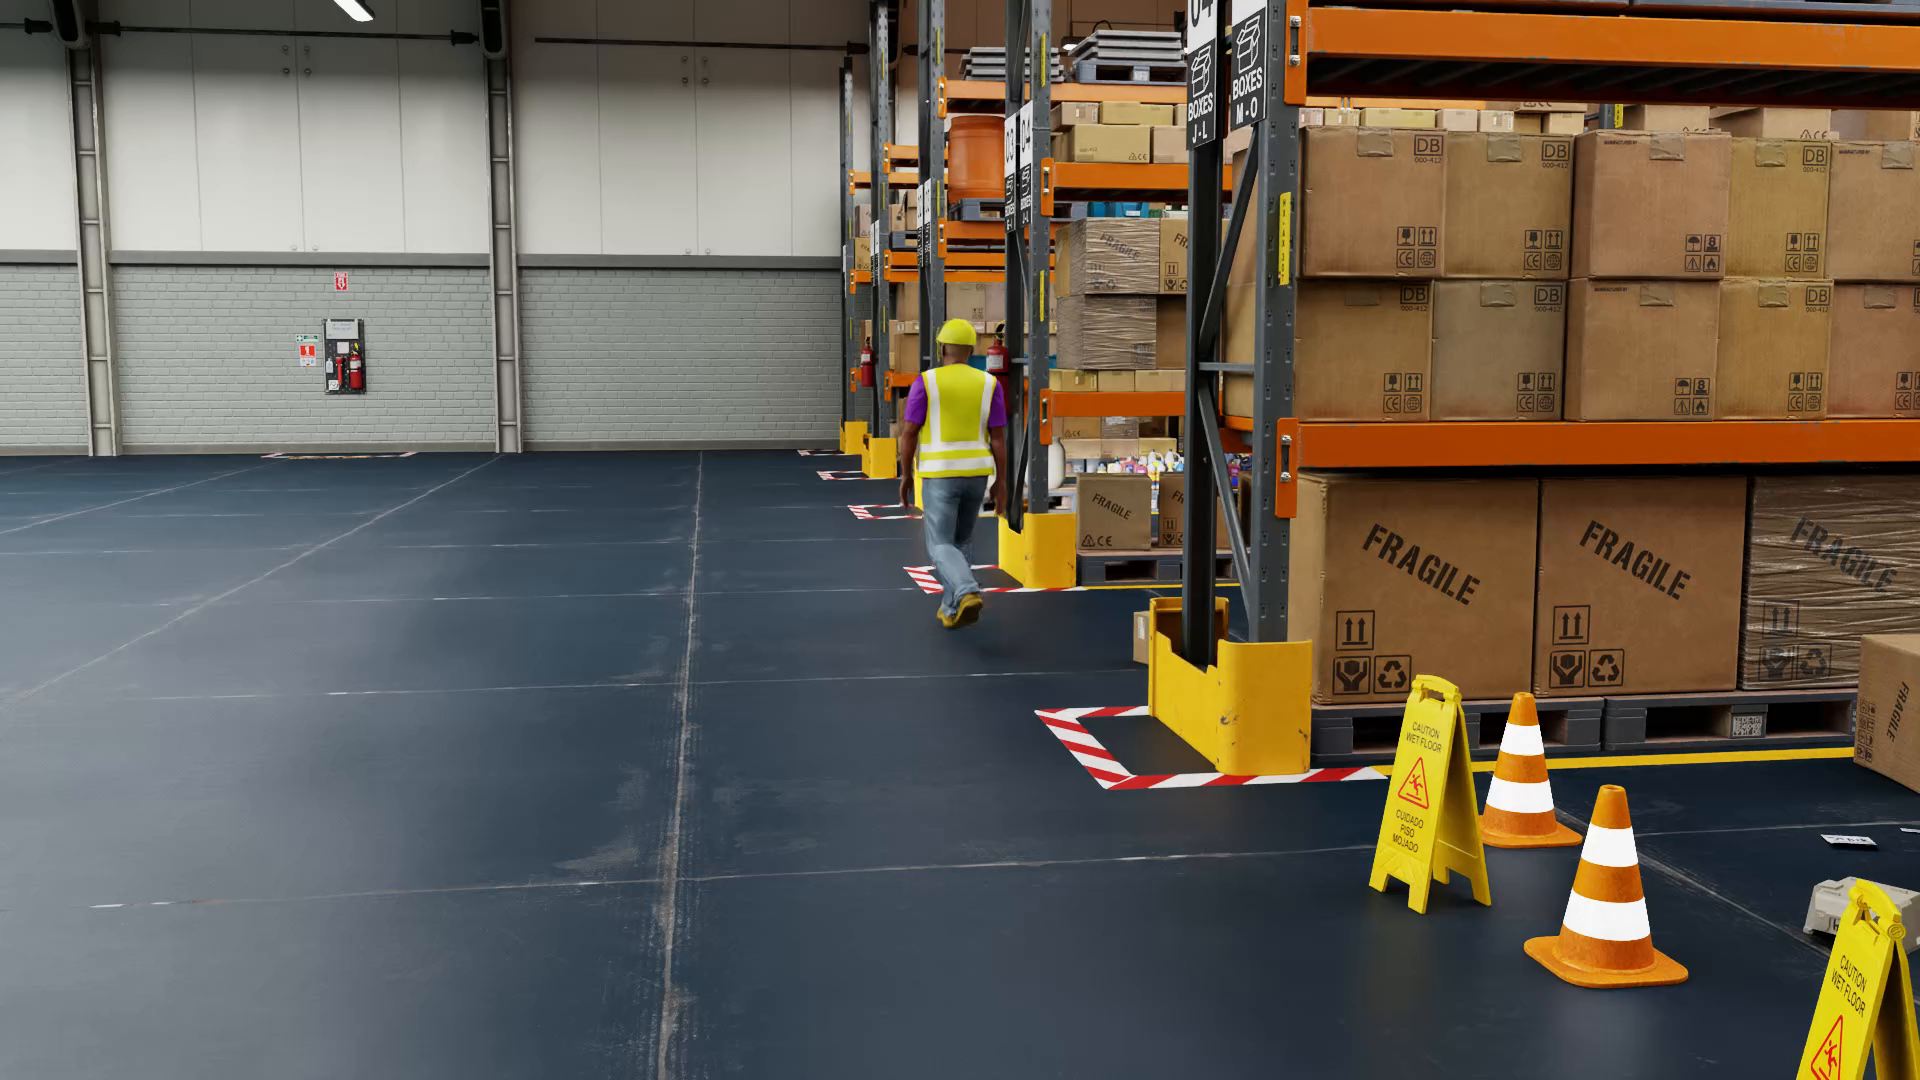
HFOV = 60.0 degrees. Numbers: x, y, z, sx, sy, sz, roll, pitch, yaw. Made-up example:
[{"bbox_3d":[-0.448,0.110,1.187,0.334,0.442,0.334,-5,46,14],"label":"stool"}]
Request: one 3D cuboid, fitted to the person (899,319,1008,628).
[{"bbox_3d":[-0.025,-0.345,9.154,0.584,1.738,0.937,-2,7,-19],"label":"person"}]
